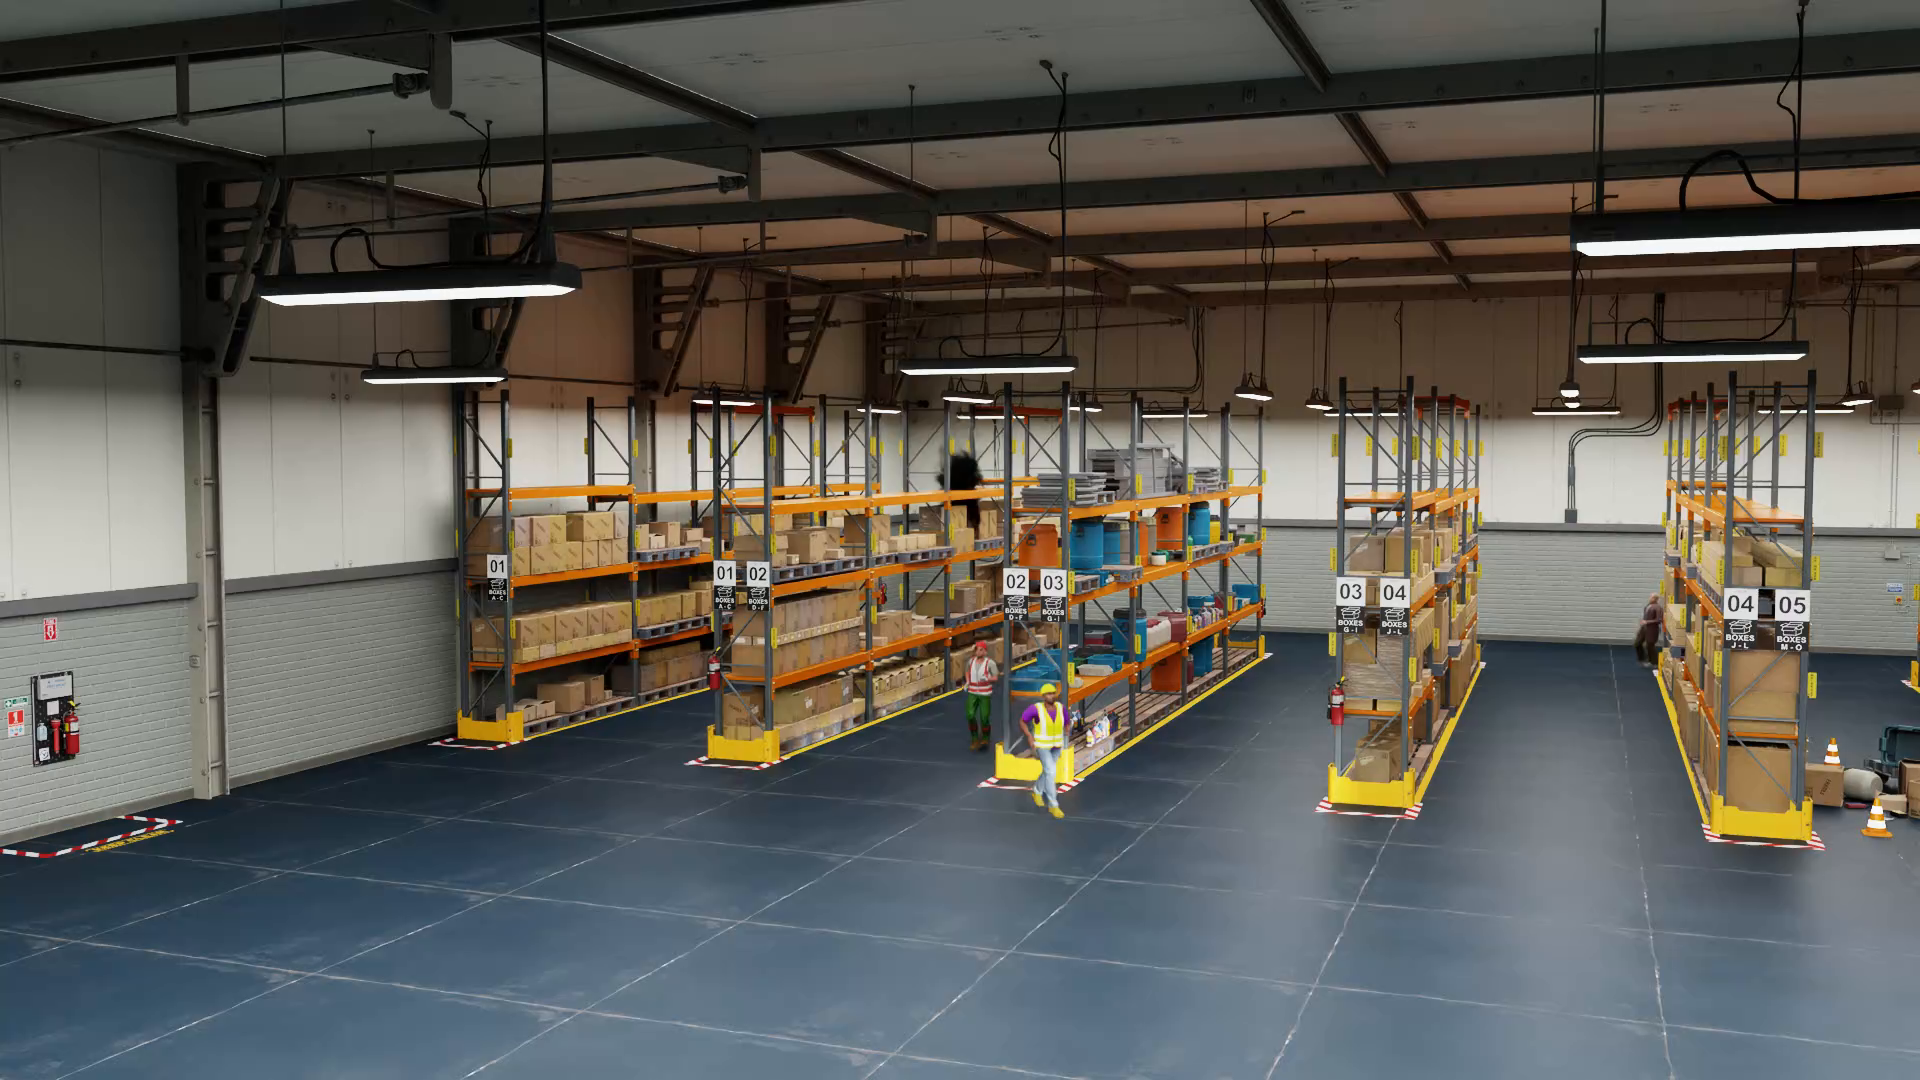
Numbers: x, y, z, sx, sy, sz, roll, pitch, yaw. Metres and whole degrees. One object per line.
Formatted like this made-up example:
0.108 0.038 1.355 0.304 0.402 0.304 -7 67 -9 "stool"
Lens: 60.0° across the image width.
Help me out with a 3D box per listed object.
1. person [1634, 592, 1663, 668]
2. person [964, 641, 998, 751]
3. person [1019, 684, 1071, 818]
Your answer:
15.627 2.070 37.623 0.707 1.782 0.704 -1 3 -20 "person"
0.319 2.595 27.586 0.634 1.822 0.693 1 3 16 "person"
1.213 2.833 22.734 0.689 1.768 0.914 -2 4 -29 "person"
